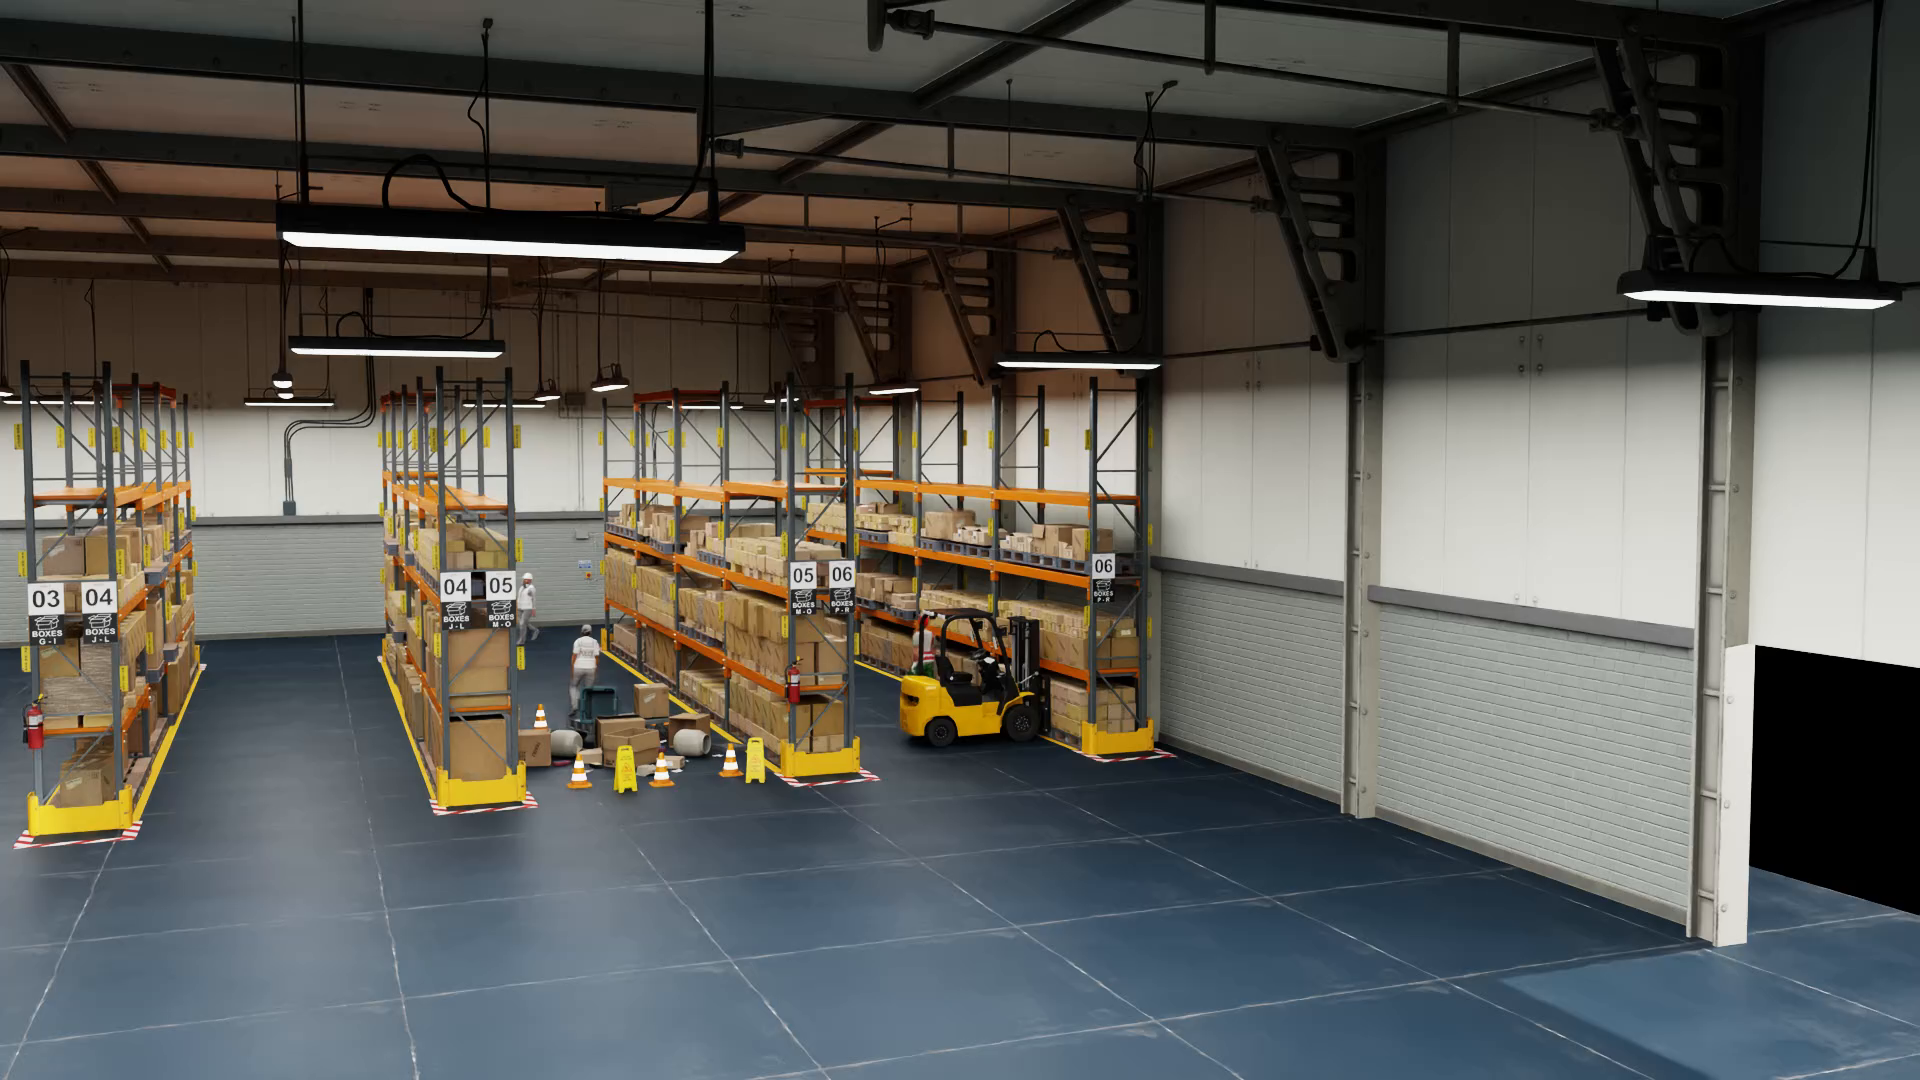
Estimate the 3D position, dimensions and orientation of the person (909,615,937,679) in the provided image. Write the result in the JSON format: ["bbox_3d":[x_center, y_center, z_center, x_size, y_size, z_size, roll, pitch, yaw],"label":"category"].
[{"bbox_3d":[-0.660,2.287,30.463,0.586,1.808,0.542,-2,4,-35],"label":"person"}]

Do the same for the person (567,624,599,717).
[{"bbox_3d":[-6.810,2.362,30.033,0.586,1.673,0.414,-1,4,-21],"label":"person"}]

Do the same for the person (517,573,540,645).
[{"bbox_3d":[-10.602,1.675,40.745,0.582,1.756,0.822,3,4,37],"label":"person"}]
